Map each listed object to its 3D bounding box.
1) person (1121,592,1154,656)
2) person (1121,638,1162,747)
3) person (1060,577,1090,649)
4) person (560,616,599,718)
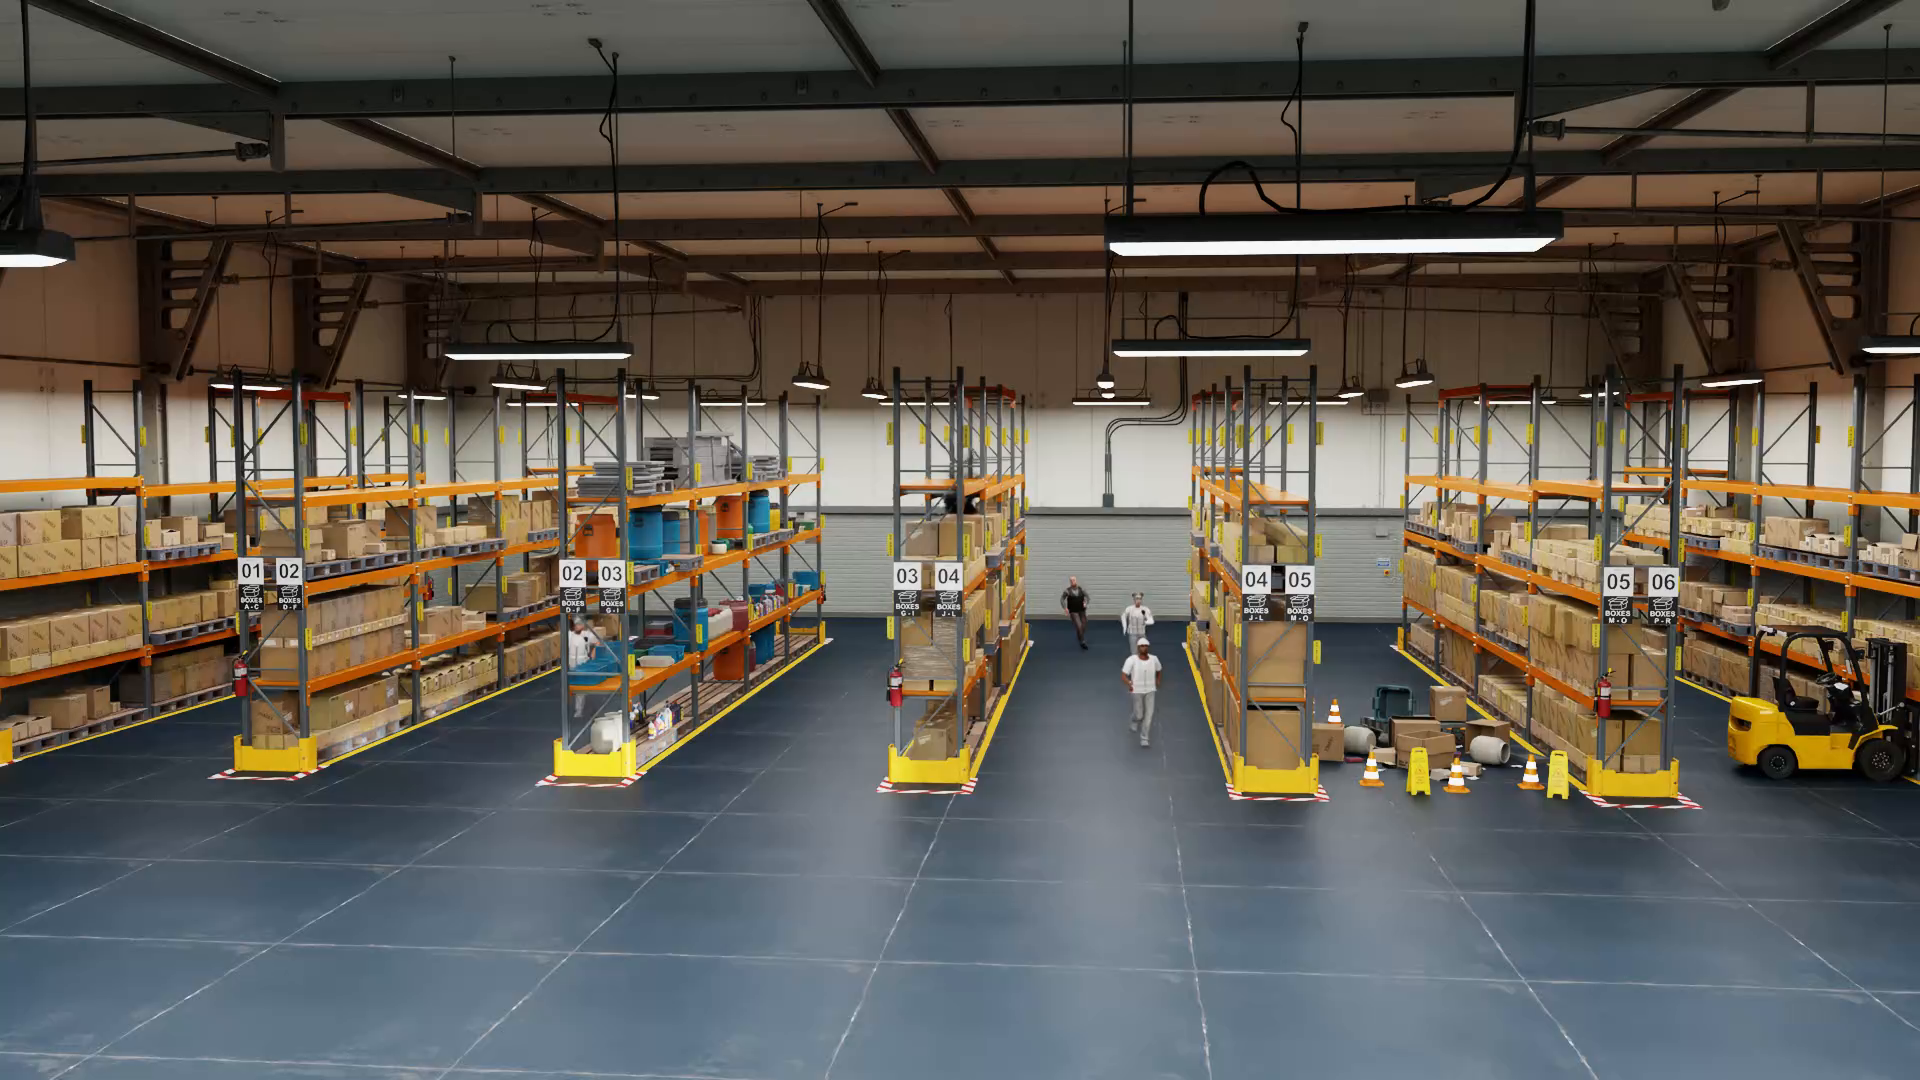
[{"bbox_3d":[3.446,1.858,32.218,0.612,1.725,0.830,0,4,1],"label":"person"},{"bbox_3d":[2.982,2.460,27.034,0.700,1.739,0.801,0,4,-7],"label":"person"},{"bbox_3d":[2.742,1.713,39.388,0.714,1.682,0.776,-1,4,-10],"label":"person"},{"bbox_3d":[-6.856,2.256,29.926,0.664,1.773,0.954,0,4,-2],"label":"person"}]
